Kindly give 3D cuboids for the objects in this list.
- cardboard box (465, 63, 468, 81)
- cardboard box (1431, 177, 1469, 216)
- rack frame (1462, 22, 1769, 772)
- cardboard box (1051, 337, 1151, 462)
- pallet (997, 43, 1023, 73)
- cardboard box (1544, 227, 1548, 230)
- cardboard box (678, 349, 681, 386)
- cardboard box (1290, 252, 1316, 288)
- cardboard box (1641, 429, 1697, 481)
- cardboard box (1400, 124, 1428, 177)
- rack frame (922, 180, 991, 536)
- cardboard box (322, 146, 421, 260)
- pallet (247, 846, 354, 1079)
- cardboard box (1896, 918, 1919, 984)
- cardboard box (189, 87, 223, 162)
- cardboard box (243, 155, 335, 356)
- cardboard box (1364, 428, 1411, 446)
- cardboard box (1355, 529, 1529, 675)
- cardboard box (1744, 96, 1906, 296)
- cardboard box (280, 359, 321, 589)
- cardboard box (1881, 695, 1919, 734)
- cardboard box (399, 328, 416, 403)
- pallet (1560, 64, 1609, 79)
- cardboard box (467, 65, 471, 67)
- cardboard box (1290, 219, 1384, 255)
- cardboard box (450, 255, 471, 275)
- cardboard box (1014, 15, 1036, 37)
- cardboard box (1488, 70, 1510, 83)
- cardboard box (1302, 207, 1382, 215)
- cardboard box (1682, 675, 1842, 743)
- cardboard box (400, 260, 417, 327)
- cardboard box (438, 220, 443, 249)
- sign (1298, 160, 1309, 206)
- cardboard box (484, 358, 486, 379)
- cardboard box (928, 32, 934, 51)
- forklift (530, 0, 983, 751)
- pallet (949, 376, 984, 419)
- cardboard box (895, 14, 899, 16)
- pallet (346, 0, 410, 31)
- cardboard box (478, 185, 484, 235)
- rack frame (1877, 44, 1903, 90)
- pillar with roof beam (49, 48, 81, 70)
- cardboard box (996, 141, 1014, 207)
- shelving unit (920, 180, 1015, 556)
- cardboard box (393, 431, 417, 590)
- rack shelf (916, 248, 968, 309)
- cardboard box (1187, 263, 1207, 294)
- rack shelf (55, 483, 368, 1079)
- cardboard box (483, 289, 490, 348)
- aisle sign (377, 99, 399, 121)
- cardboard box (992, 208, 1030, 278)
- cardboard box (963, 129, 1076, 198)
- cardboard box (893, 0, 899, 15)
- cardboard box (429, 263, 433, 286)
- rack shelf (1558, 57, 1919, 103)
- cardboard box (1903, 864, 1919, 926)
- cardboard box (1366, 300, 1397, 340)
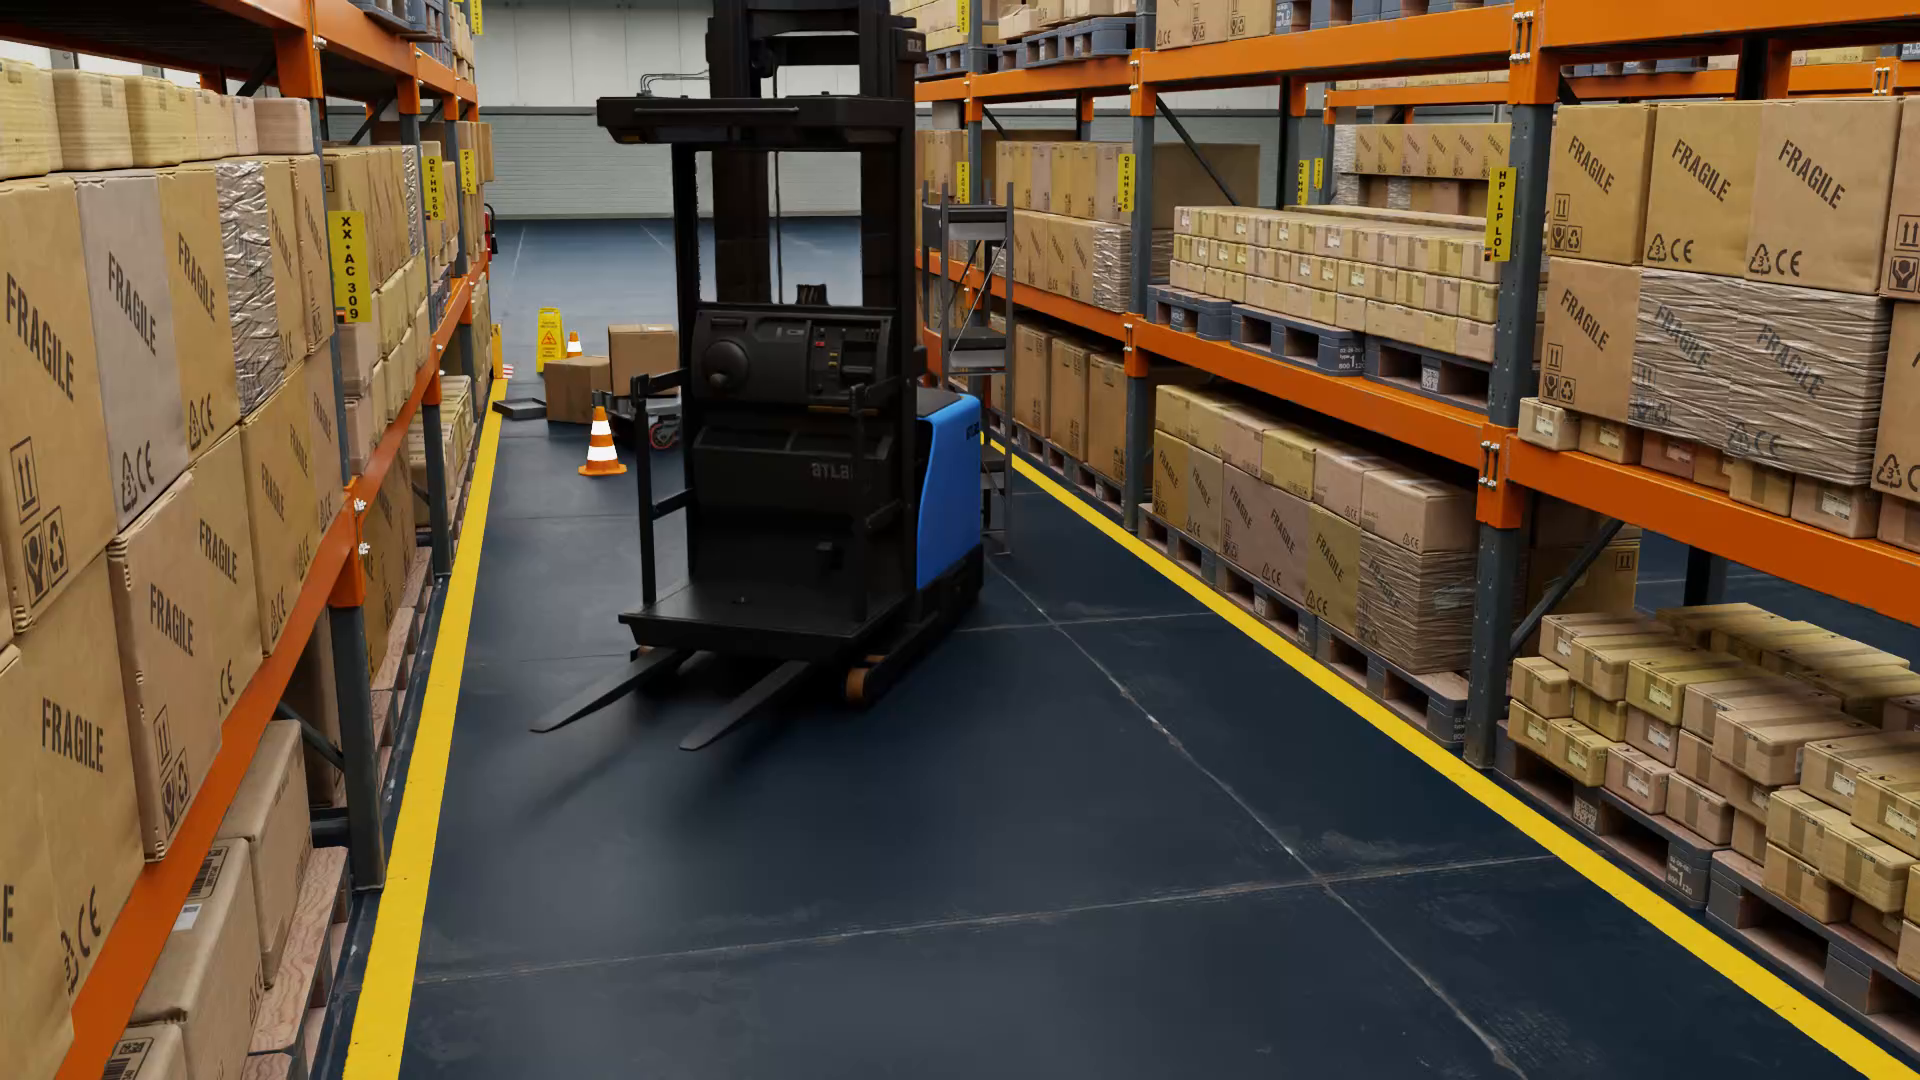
[{"bbox_3d":[-4.404,-4.003,14.199,0.380,0.149,0.250,-3,14,-14],"label":"cardboard box"},{"bbox_3d":[5.065,-3.243,16.044,0.875,0.500,0.500,-3,14,-13],"label":"cardboard box"},{"bbox_3d":[2.443,-0.617,6.133,1.000,3.000,0.127,-3,14,-13],"label":"rack frame"},{"bbox_3d":[1.239,-0.998,11.547,1.050,0.750,0.750,-3,14,-12],"label":"cardboard box"},{"bbox_3d":[0.827,-3.618,12.499,0.805,0.209,1.217,-4,14,-15],"label":"pallet"},{"bbox_3d":[2.612,-1.286,7.260,0.380,0.149,0.250,-3,14,-14],"label":"cardboard box"},{"bbox_3d":[-2.062,-1.460,14.557,0.797,0.637,0.503,-3,14,-13],"label":"cardboard box"},{"bbox_3d":[1.793,-1.285,7.882,0.380,0.149,0.250,-3,14,-11],"label":"cardboard box"},{"bbox_3d":[2.438,-0.297,5.353,0.380,0.149,0.250,-4,14,-16],"label":"cardboard box"},{"bbox_3d":[4.687,-3.829,16.336,0.500,0.500,0.500,-3,14,-13],"label":"cardboard box"},{"bbox_3d":[-0.018,-1.038,9.752,0.400,2.100,0.015,-3,14,-13],"label":"rack frame"},{"bbox_3d":[-2.780,-1.552,7.643,0.500,0.500,0.500,-3,14,-12],"label":"cardboard box"},{"bbox_3d":[-2.242,1.217,4.503,1.003,0.211,1.213,-3,14,-13],"label":"pallet"},{"bbox_3d":[2.683,1.082,4.302,0.380,0.149,0.250,-3,14,-12],"label":"cardboard box"},{"bbox_3d":[-1.787,-0.876,3.508,0.380,0.149,0.250,-3,14,-14],"label":"cardboard box"},{"bbox_3d":[-1.966,-0.759,4.395,0.500,0.500,0.500,-3,14,-14],"label":"cardboard box"},{"bbox_3d":[2.283,-0.397,8.033,0.500,0.250,0.500,-3,14,-11],"label":"cardboard box"},{"bbox_3d":[2.024,0.237,7.021,0.500,0.500,0.500,-4,14,-14],"label":"cardboard box"},{"bbox_3d":[2.537,-0.941,4.516,0.500,0.500,0.500,-3,14,-12],"label":"cardboard box"},{"bbox_3d":[-1.861,-0.155,4.032,0.500,0.500,0.500,-4,14,-15],"label":"cardboard box"},{"bbox_3d":[3.082,0.578,5.111,0.380,0.149,0.250,-4,14,-16],"label":"cardboard box"},{"bbox_3d":[-2.528,-0.715,6.851,0.500,0.250,0.500,-4,14,-14],"label":"cardboard box"},{"bbox_3d":[5.450,-3.933,13.782,1.213,0.211,1.003,-3,14,-13],"label":"pallet"},{"bbox_3d":[-4.677,-4.395,14.965,0.500,0.250,0.500,-3,14,-14],"label":"cardboard box"},{"bbox_3d":[1.789,-1.433,7.861,0.380,0.149,0.250,-3,14,-14],"label":"cardboard box"},{"bbox_3d":[-3.986,-2.132,12.862,0.380,0.149,0.250,-3,14,-13],"label":"cardboard box"},{"bbox_3d":[0.566,-3.797,12.263,0.250,0.149,0.380,-3,14,-13],"label":"cardboard box"},{"bbox_3d":[5.048,-4.191,14.755,0.500,0.250,0.500,-3,14,-11],"label":"cardboard box"},{"bbox_3d":[2.121,-1.765,9.223,0.380,0.149,0.250,-3,14,-14],"label":"cardboard box"},{"bbox_3d":[2.520,0.547,5.236,0.380,0.149,0.250,-4,14,-15],"label":"cardboard box"},{"bbox_3d":[-2.660,-1.078,7.282,0.500,0.250,0.500,-4,14,-15],"label":"cardboard box"},{"bbox_3d":[-3.426,-1.996,10.056,0.500,0.500,0.500,-3,14,-12],"label":"cardboard box"},{"bbox_3d":[2.029,-2.096,9.914,0.100,0.325,0.005,-3,14,-13],"label":"sign"},{"bbox_3d":[-4.363,-1.428,14.359,0.500,0.250,0.500,-3,14,-14],"label":"cardboard box"},{"bbox_3d":[-0.071,-4.351,14.529,0.380,0.149,0.250,-3,14,-12],"label":"cardboard box"},{"bbox_3d":[-0.810,-0.826,7.131,1.130,2.935,3.031,4,14,17],"label":"forklift"},{"bbox_3d":[0.461,-1.288,14.753,1.003,0.211,1.213,-3,14,-13],"label":"pallet"},{"bbox_3d":[-0.391,-4.924,16.035,0.500,0.250,0.500,-3,14,-14],"label":"cardboard box"},{"bbox_3d":[-2.816,-2.203,6.700,1.003,0.211,1.213,-3,14,-11],"label":"pallet"},{"bbox_3d":[-4.655,-3.054,15.268,0.500,0.500,0.500,-3,14,-13],"label":"cardboard box"},{"bbox_3d":[6.348,-1.793,10.946,1.000,3.000,0.127,-3,14,-13],"label":"rack frame"},{"bbox_3d":[-9.333,-8.520,25.841,9.100,9.000,0.400,-3,14,-13],"label":"pillar with roof beam"},{"bbox_3d":[0.686,-2.883,13.089,0.700,0.500,0.500,-4,14,-14],"label":"cardboard box"},{"bbox_3d":[0.039,-0.982,9.522,0.431,2.100,0.503,-3,14,-13],"label":"shelving unit"},{"bbox_3d":[-3.203,-0.249,8.216,0.875,0.875,0.875,-3,14,-14],"label":"cardboard box"},{"bbox_3d":[0.094,-2.575,15.660,1.077,0.370,4.000,-3,14,-13],"label":"rack shelf"},{"bbox_3d":[1.475,-1.445,9.168,0.380,0.149,0.250,-3,14,-10],"label":"cardboard box"},{"bbox_3d":[-1.875,0.493,3.105,1.077,0.370,4.000,-3,14,-13],"label":"rack shelf"},{"bbox_3d":[-4.596,-2.028,15.237,0.500,0.500,0.500,-3,14,-11],"label":"cardboard box"},{"bbox_3d":[-5.479,-4.346,15.918,0.394,0.787,0.004,-3,14,-13],"label":"aisle sign"},{"bbox_3d":[0.545,-2.258,12.640,0.500,0.500,0.500,-3,14,-13],"label":"cardboard box"},{"bbox_3d":[0.511,-3.147,13.897,0.875,0.550,0.550,-3,14,-13],"label":"cardboard box"},{"bbox_3d":[-0.429,-5.090,15.876,0.380,0.149,0.250,-3,14,-13],"label":"cardboard box"},{"bbox_3d":[-3.233,-1.541,9.558,0.380,0.149,0.250,-4,14,-17],"label":"cardboard box"},{"bbox_3d":[5.879,-3.362,12.564,1.077,0.370,4.000,-3,14,-13],"label":"rack shelf"},{"bbox_3d":[2.681,0.938,4.265,0.380,0.149,0.250,-3,14,-10],"label":"cardboard box"},{"bbox_3d":[1.980,-0.955,7.160,0.380,0.149,0.250,-4,14,-16],"label":"cardboard box"}]
